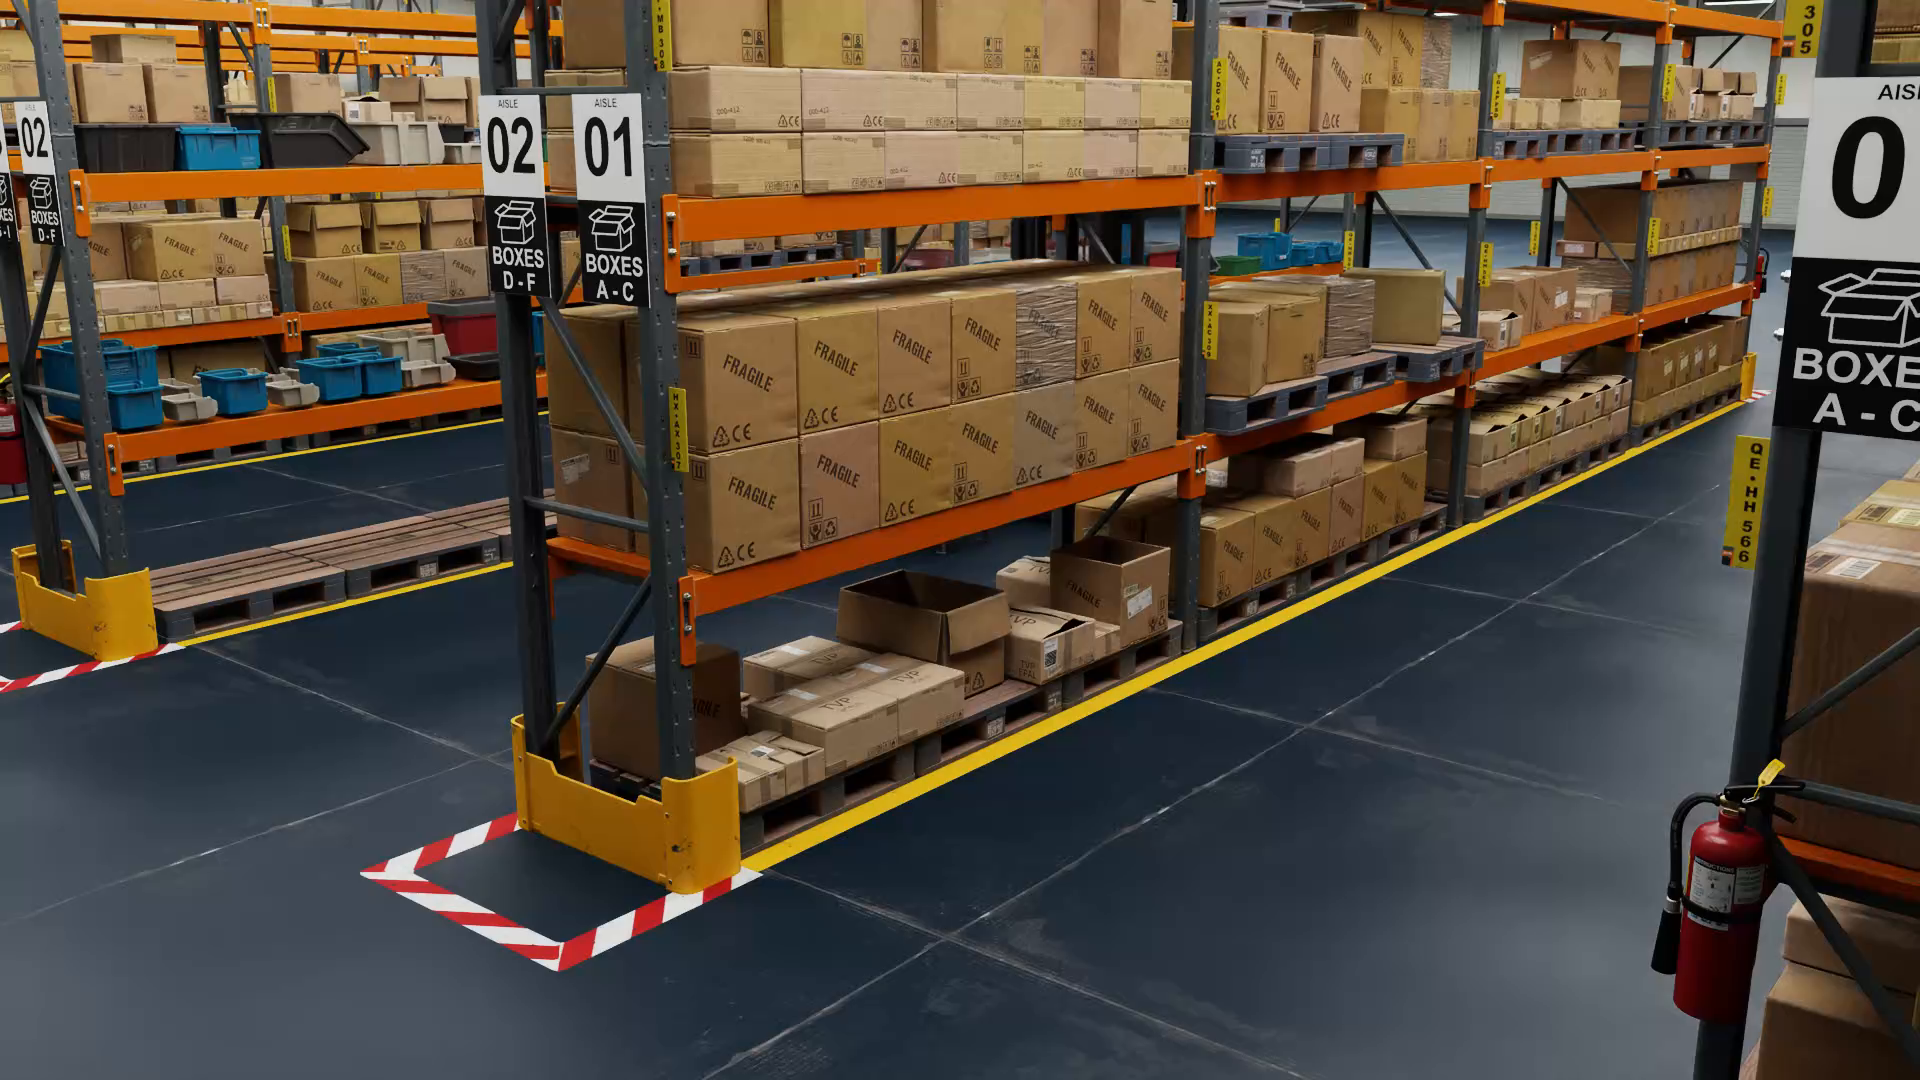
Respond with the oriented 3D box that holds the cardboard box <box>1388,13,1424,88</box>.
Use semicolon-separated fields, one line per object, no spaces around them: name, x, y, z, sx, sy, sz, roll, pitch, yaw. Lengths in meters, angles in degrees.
cardboard box;2.911;-3.431;11.710;0.500;0.500;0.500;11;18;38

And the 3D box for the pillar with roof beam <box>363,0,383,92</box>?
pillar with roof beam;-8.525;-9.239;30.713;9.100;9.000;0.400;11;18;38

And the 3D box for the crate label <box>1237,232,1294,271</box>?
crate label;3.742;-3.546;20.419;0.502;0.435;0.616;11;18;38

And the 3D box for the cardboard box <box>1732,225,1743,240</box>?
cardboard box;8.447;-3.416;18.459;0.380;0.149;0.250;11;18;37

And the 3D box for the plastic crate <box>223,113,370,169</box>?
plastic crate;-4.194;-2.533;10.536;0.504;0.338;0.767;11;18;38

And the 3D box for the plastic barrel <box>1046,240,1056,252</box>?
plastic barrel;0.942;-2.934;17.802;0.433;0.535;0.433;0;14;0

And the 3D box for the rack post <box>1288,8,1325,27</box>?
rack post;4.115;-6.464;20.806;0.954;0.300;0.937;-14;20;-43

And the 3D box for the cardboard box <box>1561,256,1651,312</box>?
cardboard box;6.299;-2.525;16.266;0.700;0.500;0.500;11;18;36

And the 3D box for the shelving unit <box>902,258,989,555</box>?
shelving unit;-0.104;-0.986;12.240;0.431;2.100;0.503;11;18;38

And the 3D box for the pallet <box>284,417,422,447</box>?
pallet;-6.280;-1.200;16.917;1.003;0.211;1.213;11;18;38

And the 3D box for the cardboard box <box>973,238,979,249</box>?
cardboard box;0.045;-4.240;23.730;0.380;0.149;0.250;11;18;38

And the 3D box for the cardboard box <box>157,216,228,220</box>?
cardboard box;-7.206;-2.775;15.630;0.500;0.500;0.500;11;18;38

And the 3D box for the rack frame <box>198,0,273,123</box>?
rack frame;-6.706;-5.300;15.208;1.000;3.000;0.127;11;18;38

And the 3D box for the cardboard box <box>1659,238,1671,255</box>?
cardboard box;6.827;-2.923;16.515;0.380;0.149;0.250;11;18;37

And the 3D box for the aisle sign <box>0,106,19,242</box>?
aisle sign;-5.641;-2.151;9.718;0.394;0.787;0.004;11;18;38

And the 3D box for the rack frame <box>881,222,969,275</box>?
rack frame;-0.339;-2.391;15.944;1.000;3.000;0.127;11;18;38

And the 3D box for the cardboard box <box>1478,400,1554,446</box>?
cardboard box;4.714;-1.021;14.142;0.500;0.311;0.500;11;18;36

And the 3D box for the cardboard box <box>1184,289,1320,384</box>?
cardboard box;1.851;-1.308;10.623;0.500;0.500;0.700;-12;19;-40

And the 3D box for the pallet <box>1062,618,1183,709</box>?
pallet;0.564;0.625;9.735;1.003;0.211;1.213;11;18;38

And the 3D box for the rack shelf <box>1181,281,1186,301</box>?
rack shelf;0.918;-2.426;17.541;1.077;0.370;4.000;11;18;38

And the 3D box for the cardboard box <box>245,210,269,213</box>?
cardboard box;-8.919;-4.108;21.149;0.380;0.149;0.250;10;18;35

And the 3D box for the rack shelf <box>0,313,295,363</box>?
rack shelf;-7.963;-1.660;14.527;1.077;0.370;4.000;11;18;38

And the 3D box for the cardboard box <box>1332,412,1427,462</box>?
cardboard box;3.074;-0.762;12.192;0.500;0.250;0.500;12;19;40

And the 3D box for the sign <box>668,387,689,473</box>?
sign;-1.095;-0.428;6.456;0.100;0.325;0.005;11;18;38

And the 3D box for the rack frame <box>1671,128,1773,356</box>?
rack frame;8.539;-3.156;18.955;1.000;3.000;0.127;11;18;38

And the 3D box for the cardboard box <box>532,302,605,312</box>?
cardboard box;-4.642;-2.203;18.664;1.225;0.875;0.875;10;17;35

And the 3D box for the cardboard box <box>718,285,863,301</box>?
cardboard box;-0.812;-0.950;8.036;0.500;0.500;0.500;12;18;39

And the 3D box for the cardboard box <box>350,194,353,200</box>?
cardboard box;-9.808;-5.635;27.051;0.500;0.500;0.500;11;18;38

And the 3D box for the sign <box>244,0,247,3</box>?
sign;-12.819;-9.542;29.850;0.100;0.325;0.005;11;18;38

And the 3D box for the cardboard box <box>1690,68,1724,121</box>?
cardboard box;7.158;-4.461;16.653;0.637;0.503;0.797;-14;20;-43

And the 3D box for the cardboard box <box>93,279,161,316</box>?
cardboard box;-7.423;-2.141;14.659;0.500;0.250;0.500;12;18;39

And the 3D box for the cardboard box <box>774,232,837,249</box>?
cardboard box;-2.286;-4.288;21.338;1.000;1.000;1.000;11;18;38

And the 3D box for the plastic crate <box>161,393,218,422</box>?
plastic crate;-4.690;-0.806;10.116;0.250;0.136;0.298;11;18;38

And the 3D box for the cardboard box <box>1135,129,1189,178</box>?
cardboard box;0.898;-2.105;9.029;0.500;0.250;0.500;11;18;38

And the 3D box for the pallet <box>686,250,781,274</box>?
pallet;-2.980;-3.450;20.502;1.003;0.211;1.213;11;18;38

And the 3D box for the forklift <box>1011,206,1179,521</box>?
forklift;1.142;-1.873;14.044;1.130;2.935;3.031;9;17;32

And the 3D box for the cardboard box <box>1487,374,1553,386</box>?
cardboard box;5.253;-1.397;15.624;0.500;0.311;0.500;11;18;37

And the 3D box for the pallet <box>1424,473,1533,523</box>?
pallet;4.059;-0.424;13.864;1.003;0.211;1.213;11;18;38

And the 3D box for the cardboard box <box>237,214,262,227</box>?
cardboard box;-8.752;-3.903;20.343;0.380;0.149;0.250;12;19;40

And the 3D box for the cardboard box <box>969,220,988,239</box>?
cardboard box;-0.100;-4.578;23.745;0.875;0.500;0.500;11;18;38

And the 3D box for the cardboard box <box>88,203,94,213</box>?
cardboard box;-12.655;-4.891;23.552;0.500;0.500;0.500;11;18;38

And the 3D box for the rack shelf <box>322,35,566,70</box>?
rack shelf;-6.729;-6.693;22.966;1.077;0.370;4.000;11;18;38

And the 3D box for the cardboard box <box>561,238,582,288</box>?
cardboard box;-4.309;-3.074;18.426;0.500;0.500;0.500;12;19;39

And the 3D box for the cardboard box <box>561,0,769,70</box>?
cardboard box;-1.207;-2.180;6.786;0.700;0.500;0.500;11;18;38

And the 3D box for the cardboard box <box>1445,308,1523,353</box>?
cardboard box;4.224;-1.722;13.491;0.500;0.311;0.500;11;18;37

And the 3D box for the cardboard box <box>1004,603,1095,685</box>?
cardboard box;0.388;0.528;9.018;0.500;0.311;0.500;11;18;38

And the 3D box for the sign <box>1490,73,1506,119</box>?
sign;3.932;-3.244;12.159;0.100;0.325;0.005;11;18;38

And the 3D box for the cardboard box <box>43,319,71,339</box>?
cardboard box;-7.774;-1.816;14.189;0.380;0.149;0.250;11;18;36

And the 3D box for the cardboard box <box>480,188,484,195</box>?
cardboard box;-6.738;-4.856;23.412;0.700;0.500;0.500;11;18;37

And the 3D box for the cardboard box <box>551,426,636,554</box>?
cardboard box;-1.447;-0.268;7.384;0.500;0.500;0.500;12;19;39

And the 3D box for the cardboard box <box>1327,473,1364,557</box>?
cardboard box;2.455;-0.210;11.540;0.500;0.500;0.500;10;18;35

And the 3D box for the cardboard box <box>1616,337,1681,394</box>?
cardboard box;6.868;-1.762;16.675;0.500;0.500;0.500;11;18;38

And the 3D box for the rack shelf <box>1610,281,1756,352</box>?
rack shelf;7.282;-2.425;17.536;1.077;0.370;4.000;11;18;38

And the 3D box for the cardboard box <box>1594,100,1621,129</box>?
cardboard box;5.630;-3.858;15.078;0.500;0.250;0.500;14;20;43
